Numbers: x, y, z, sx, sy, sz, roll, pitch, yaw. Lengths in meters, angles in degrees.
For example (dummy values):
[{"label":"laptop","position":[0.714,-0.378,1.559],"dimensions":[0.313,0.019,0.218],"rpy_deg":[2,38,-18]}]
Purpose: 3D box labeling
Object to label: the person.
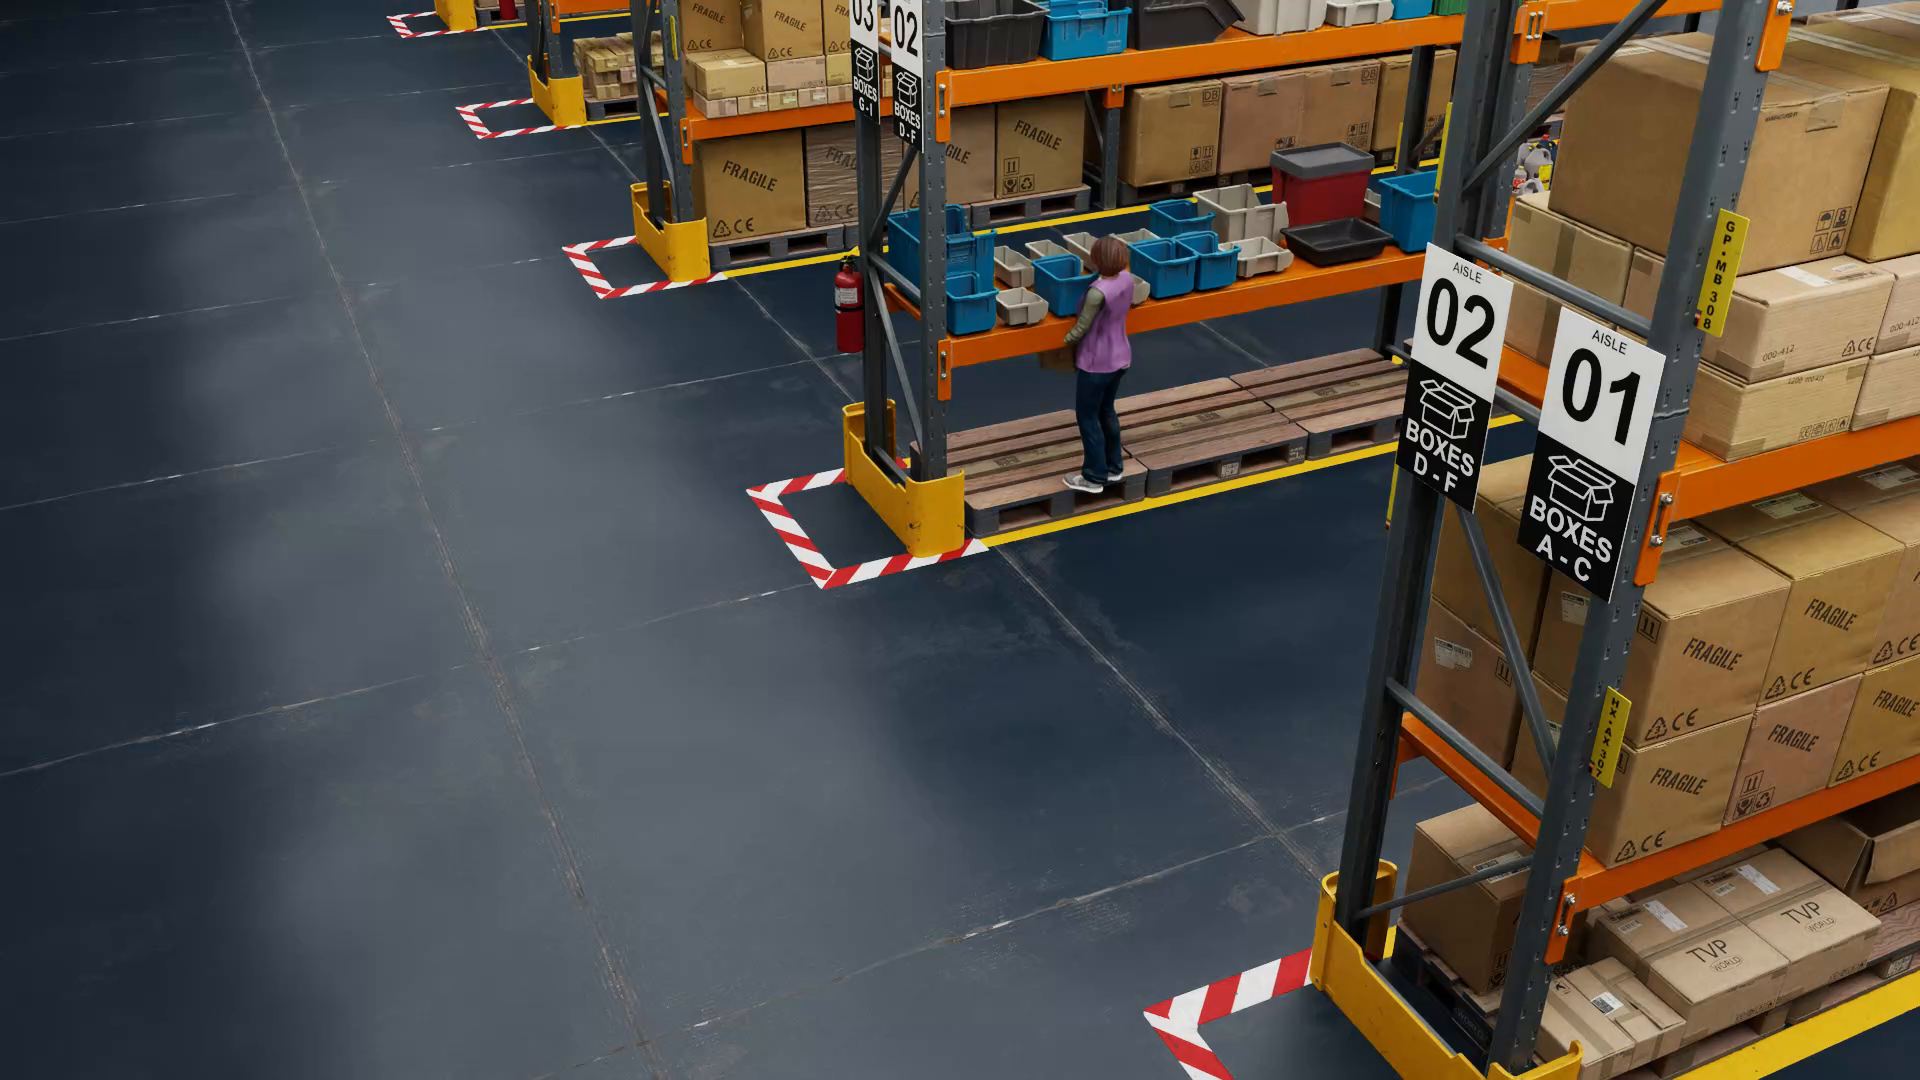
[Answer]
[{"label":"person","position":[0.768,-1.063,9.881],"dimensions":[0.490,1.596,0.425],"rpy_deg":[21,36,32]}]
